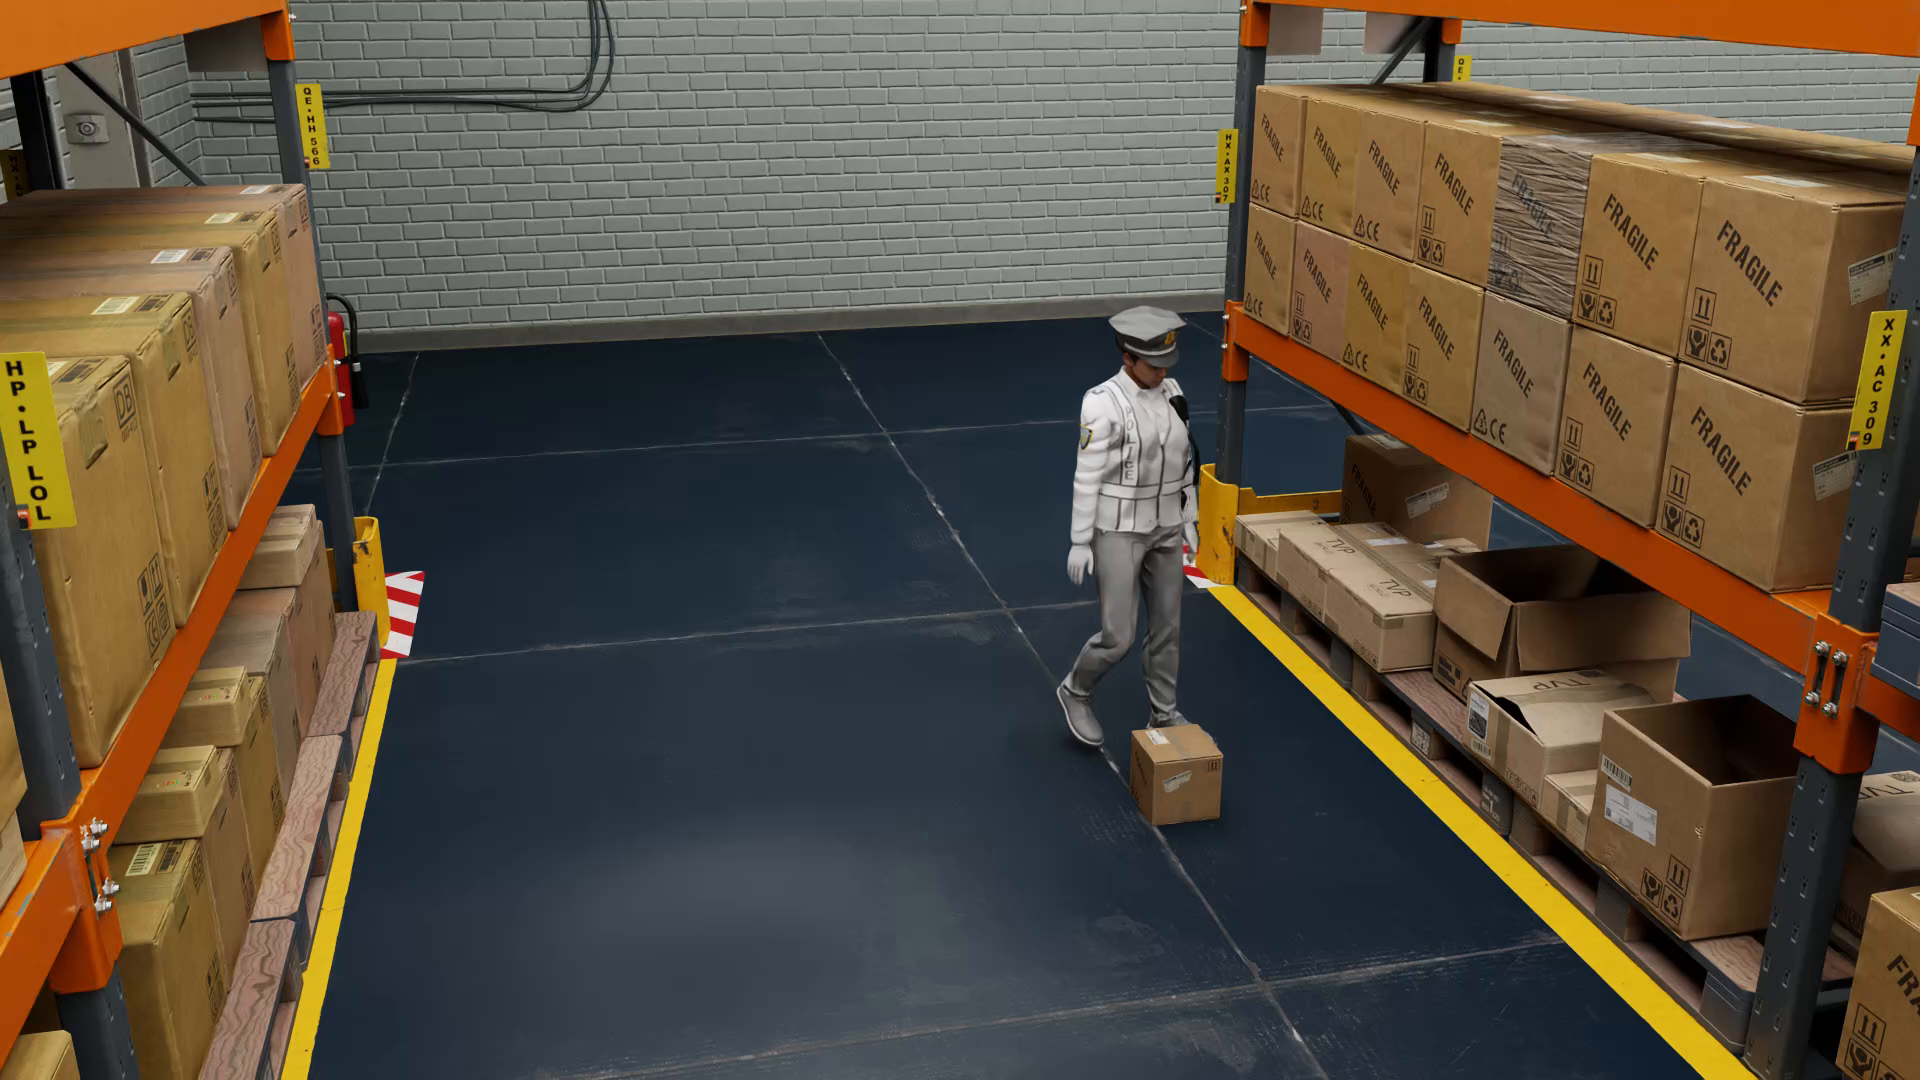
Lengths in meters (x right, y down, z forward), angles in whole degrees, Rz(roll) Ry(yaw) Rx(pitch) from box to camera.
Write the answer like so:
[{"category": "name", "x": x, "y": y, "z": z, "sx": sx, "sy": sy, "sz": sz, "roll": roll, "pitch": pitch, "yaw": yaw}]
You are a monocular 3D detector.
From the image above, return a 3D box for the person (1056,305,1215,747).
[{"category": "person", "x": 0.652, "y": -0.011, "z": 6.055, "sx": 0.558, "sy": 1.665, "sz": 0.484, "roll": -13, "pitch": 23, "yaw": -32}]
